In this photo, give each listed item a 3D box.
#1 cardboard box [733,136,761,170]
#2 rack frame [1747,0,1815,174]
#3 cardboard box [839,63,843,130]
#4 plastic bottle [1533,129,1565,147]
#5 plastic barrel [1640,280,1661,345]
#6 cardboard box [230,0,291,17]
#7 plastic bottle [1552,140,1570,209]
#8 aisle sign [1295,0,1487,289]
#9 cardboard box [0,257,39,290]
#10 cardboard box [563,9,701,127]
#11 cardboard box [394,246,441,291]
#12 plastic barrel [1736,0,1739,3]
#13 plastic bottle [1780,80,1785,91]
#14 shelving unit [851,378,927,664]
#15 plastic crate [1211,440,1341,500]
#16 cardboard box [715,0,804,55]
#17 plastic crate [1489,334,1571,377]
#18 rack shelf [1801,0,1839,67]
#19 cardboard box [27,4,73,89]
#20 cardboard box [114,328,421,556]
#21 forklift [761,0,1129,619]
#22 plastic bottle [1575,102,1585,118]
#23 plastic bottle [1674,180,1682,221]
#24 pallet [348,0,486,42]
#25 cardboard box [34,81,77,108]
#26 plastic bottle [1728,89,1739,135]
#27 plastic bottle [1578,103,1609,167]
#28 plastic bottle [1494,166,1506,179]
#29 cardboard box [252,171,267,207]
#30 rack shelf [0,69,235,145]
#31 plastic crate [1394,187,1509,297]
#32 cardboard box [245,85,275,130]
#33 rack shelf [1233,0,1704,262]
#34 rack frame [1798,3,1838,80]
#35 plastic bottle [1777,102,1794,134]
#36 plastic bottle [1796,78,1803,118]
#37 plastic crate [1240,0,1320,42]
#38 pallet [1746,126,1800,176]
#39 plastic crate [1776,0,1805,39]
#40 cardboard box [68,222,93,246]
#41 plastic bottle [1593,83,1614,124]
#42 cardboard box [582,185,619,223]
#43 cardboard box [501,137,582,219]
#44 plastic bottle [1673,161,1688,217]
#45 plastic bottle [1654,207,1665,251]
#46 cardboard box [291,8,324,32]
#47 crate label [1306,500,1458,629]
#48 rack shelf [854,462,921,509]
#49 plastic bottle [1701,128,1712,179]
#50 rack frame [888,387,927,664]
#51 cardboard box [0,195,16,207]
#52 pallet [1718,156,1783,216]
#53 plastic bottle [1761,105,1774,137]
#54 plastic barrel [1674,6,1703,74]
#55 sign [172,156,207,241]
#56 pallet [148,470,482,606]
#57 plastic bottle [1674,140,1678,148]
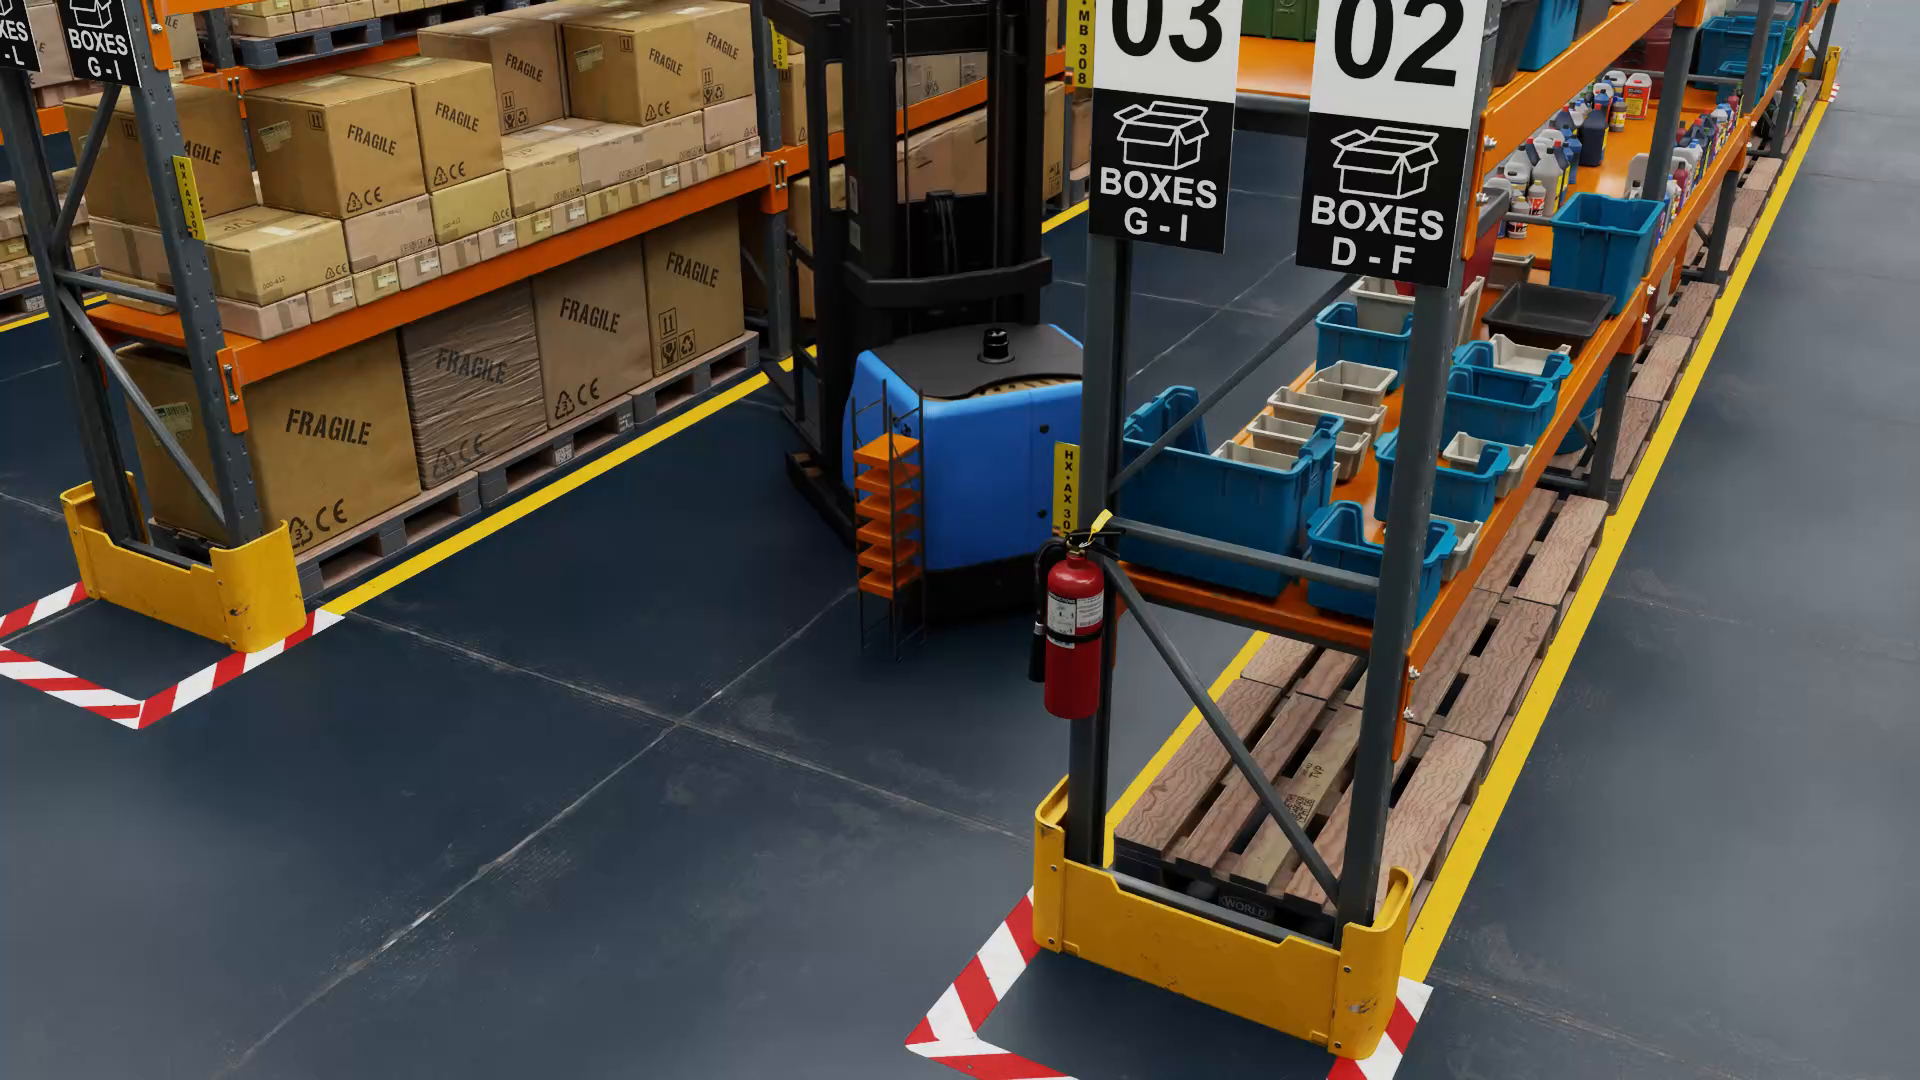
[{"bbox_3d":[-1.396,-2.296,9.766,0.380,0.149,0.250,14,30,26],"label":"cardboard box"},{"bbox_3d":[6.717,-4.626,14.140,1.000,3.000,0.127,14,30,26],"label":"rack frame"},{"bbox_3d":[-0.841,-2.964,10.709,0.500,0.500,0.500,14,30,26],"label":"cardboard box"},{"bbox_3d":[3.245,-2.114,9.261,0.152,0.276,0.367,14,30,26],"label":"plastic bottle"},{"bbox_3d":[3.968,-1.542,10.205,0.600,0.588,0.708,14,30,26],"label":"plastic barrel"},{"bbox_3d":[-5.205,-3.991,12.352,0.380,0.149,0.250,15,30,27],"label":"cardboard box"},{"bbox_3d":[3.165,-1.957,8.863,0.144,0.351,0.185,14,30,26],"label":"plastic bottle"},{"bbox_3d":[1.037,-1.018,4.029,0.394,0.787,0.004,14,30,26],"label":"aisle sign"},{"bbox_3d":[-6.482,-1.824,11.259,0.380,0.149,0.250,14,30,26],"label":"cardboard box"},{"bbox_3d":[-1.774,-2.568,9.026,0.500,0.500,0.500,15,30,27],"label":"cardboard box"},{"bbox_3d":[-2.659,-1.296,7.768,0.380,0.149,0.250,14,30,25],"label":"cardboard box"},{"bbox_3d":[6.263,-4.766,13.861,0.600,0.901,0.708,14,30,26],"label":"plastic barrel"},{"bbox_3d":[7.922,-4.286,16.004,0.061,0.283,0.133,14,30,26],"label":"plastic bottle"},{"bbox_3d":[-0.294,-0.068,7.041,0.189,1.200,0.258,16,32,29],"label":"shelving unit"},{"bbox_3d":[1.057,-0.216,5.558,0.396,0.136,0.243,14,30,26],"label":"plastic crate"},{"bbox_3d":[-1.224,-3.343,10.345,0.797,0.503,0.637,13,30,25],"label":"cardboard box"},{"bbox_3d":[2.186,-0.672,6.470,0.293,0.136,0.466,14,30,26],"label":"plastic crate"},{"bbox_3d":[7.701,-5.084,15.859,1.077,0.370,4.000,14,30,26],"label":"rack shelf"},{"bbox_3d":[-6.294,-3.262,10.971,0.500,0.500,0.500,14,30,26],"label":"cardboard box"},{"bbox_3d":[-3.254,-0.545,7.892,0.875,0.875,0.875,14,30,26],"label":"cardboard box"},{"bbox_3d":[-0.277,-1.593,8.159,1.130,2.935,3.031,-11,29,-20],"label":"forklift"},{"bbox_3d":[3.719,-2.513,10.063,0.097,0.271,0.097,0,27,0],"label":"plastic bottle"},{"bbox_3d":[3.697,-1.774,8.664,0.097,0.201,0.097,0,27,0],"label":"plastic bottle"},{"bbox_3d":[-4.770,-4.423,13.950,1.003,0.211,1.213,14,30,26],"label":"pallet"},{"bbox_3d":[-6.207,-3.033,11.238,0.380,0.149,0.250,13,29,24],"label":"cardboard box"},{"bbox_3d":[4.808,-2.674,10.370,0.061,0.283,0.133,14,30,26],"label":"plastic bottle"},{"bbox_3d":[3.689,-2.365,9.678,0.144,0.351,0.185,14,30,26],"label":"plastic bottle"},{"bbox_3d":[2.768,-1.781,8.588,0.061,0.283,0.133,14,30,26],"label":"plastic bottle"},{"bbox_3d":[-3.241,-1.551,7.833,0.500,0.250,0.500,14,30,25],"label":"cardboard box"},{"bbox_3d":[-6.783,-2.630,10.956,1.077,0.370,4.000,14,30,26],"label":"rack shelf"},{"bbox_3d":[2.124,-1.271,7.300,0.402,0.464,0.583,14,30,26],"label":"plastic crate"},{"bbox_3d":[-5.653,-3.482,13.340,0.500,0.250,0.500,13,30,25],"label":"cardboard box"},{"bbox_3d":[1.797,-1.749,5.845,1.077,0.370,4.000,14,30,26],"label":"rack shelf"},{"bbox_3d":[8.684,-6.185,17.255,1.000,3.000,0.127,14,30,26],"label":"rack frame"},{"bbox_3d":[7.475,-3.862,15.081,0.144,0.351,0.185,15,30,27],"label":"plastic bottle"},{"bbox_3d":[7.869,-4.173,15.704,0.144,0.351,0.185,16,31,28],"label":"plastic bottle"},{"bbox_3d":[1.050,-1.643,5.068,0.450,0.188,0.336,14,30,26],"label":"plastic crate"},{"bbox_3d":[7.083,-3.632,15.269,1.003,0.211,1.213,14,30,26],"label":"pallet"},{"bbox_3d":[6.445,-4.121,13.148,0.392,0.384,0.575,14,30,26],"label":"plastic crate"},{"bbox_3d":[-6.234,-2.188,11.652,0.380,0.149,0.250,15,30,27],"label":"cardboard box"},{"bbox_3d":[4.027,-2.734,10.499,0.152,0.276,0.135,14,30,26],"label":"plastic bottle"},{"bbox_3d":[-2.028,-1.795,8.765,0.380,0.149,0.250,14,30,25],"label":"cardboard box"},{"bbox_3d":[-2.275,-1.837,8.405,0.500,0.250,0.500,14,30,25],"label":"cardboard box"},{"bbox_3d":[3.770,-1.851,8.728,0.061,0.283,0.133,14,30,26],"label":"plastic bottle"},{"bbox_3d":[3.399,-1.557,8.140,0.061,0.283,0.133,14,30,26],"label":"plastic bottle"},{"bbox_3d":[-5.074,-3.968,12.637,0.380,0.149,0.250,15,30,27],"label":"cardboard box"},{"bbox_3d":[1.222,0.075,4.870,0.416,0.233,0.303,14,30,26],"label":"crate label"},{"bbox_3d":[-0.295,-0.242,6.952,0.180,0.103,0.258,16,32,29],"label":"rack shelf"},{"bbox_3d":[4.203,-2.194,9.412,0.061,0.283,0.133,14,30,26],"label":"plastic bottle"},{"bbox_3d":[-0.217,-0.046,6.997,0.006,1.200,0.240,16,32,29],"label":"rack frame"},{"bbox_3d":[-6.785,-2.305,11.555,0.380,0.149,0.250,13,29,24],"label":"cardboard box"},{"bbox_3d":[6.364,-3.065,14.136,1.003,0.211,1.213,14,30,26],"label":"pallet"},{"bbox_3d":[7.297,-3.791,15.015,0.061,0.283,0.133,14,30,26],"label":"plastic bottle"},{"bbox_3d":[5.069,-3.565,11.896,0.421,0.512,0.421,0,27,0],"label":"plastic barrel"},{"bbox_3d":[-3.019,-1.338,6.517,0.100,0.325,0.005,14,30,26],"label":"sign"},{"bbox_3d":[-3.174,-0.122,8.258,1.003,0.211,1.213,14,30,26],"label":"pallet"},{"bbox_3d":[3.961,-2.145,9.328,0.097,0.271,0.097,0,27,0],"label":"plastic bottle"}]
